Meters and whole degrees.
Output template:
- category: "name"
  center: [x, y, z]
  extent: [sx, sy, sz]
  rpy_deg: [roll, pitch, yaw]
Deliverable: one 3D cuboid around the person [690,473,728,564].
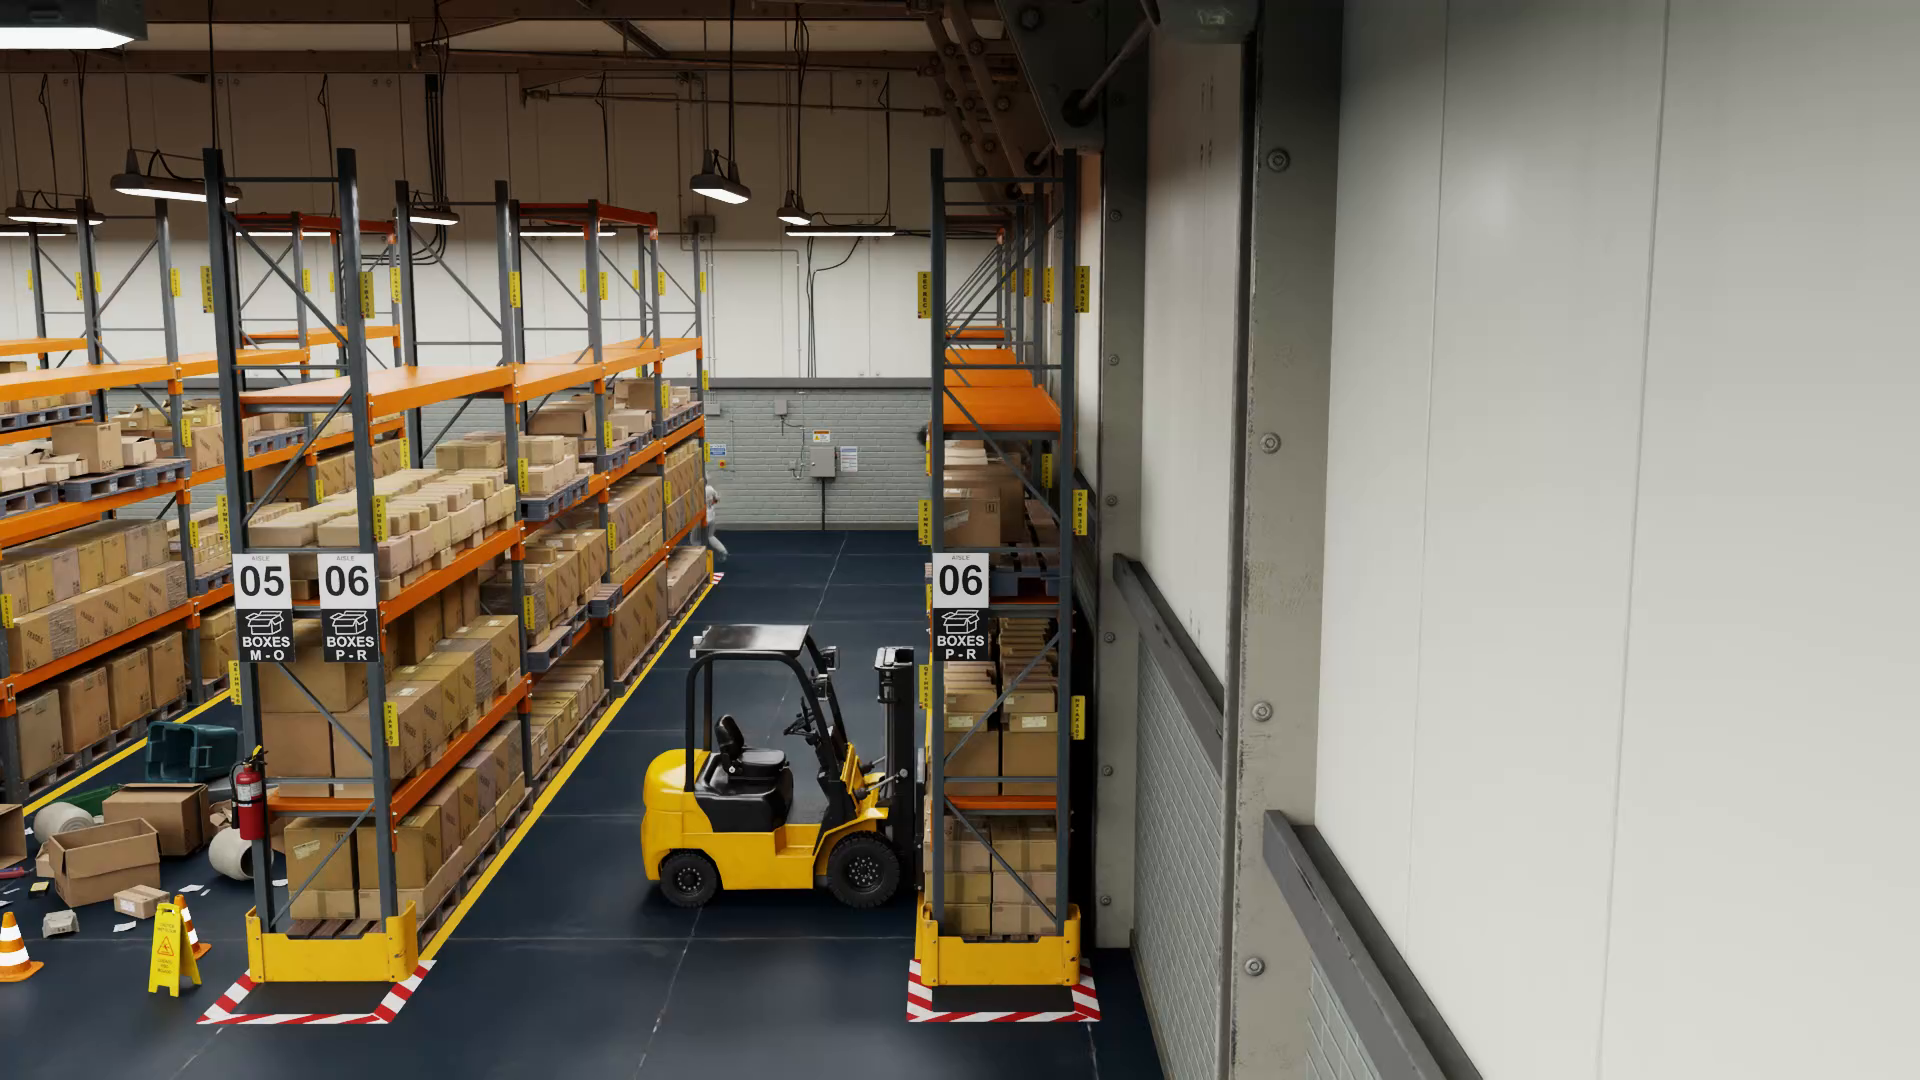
- category: "person"
  center: [-4.597, -0.376, 29.315]
  extent: [0.897, 1.715, 0.722]
  rpy_deg: [8, 12, 39]
